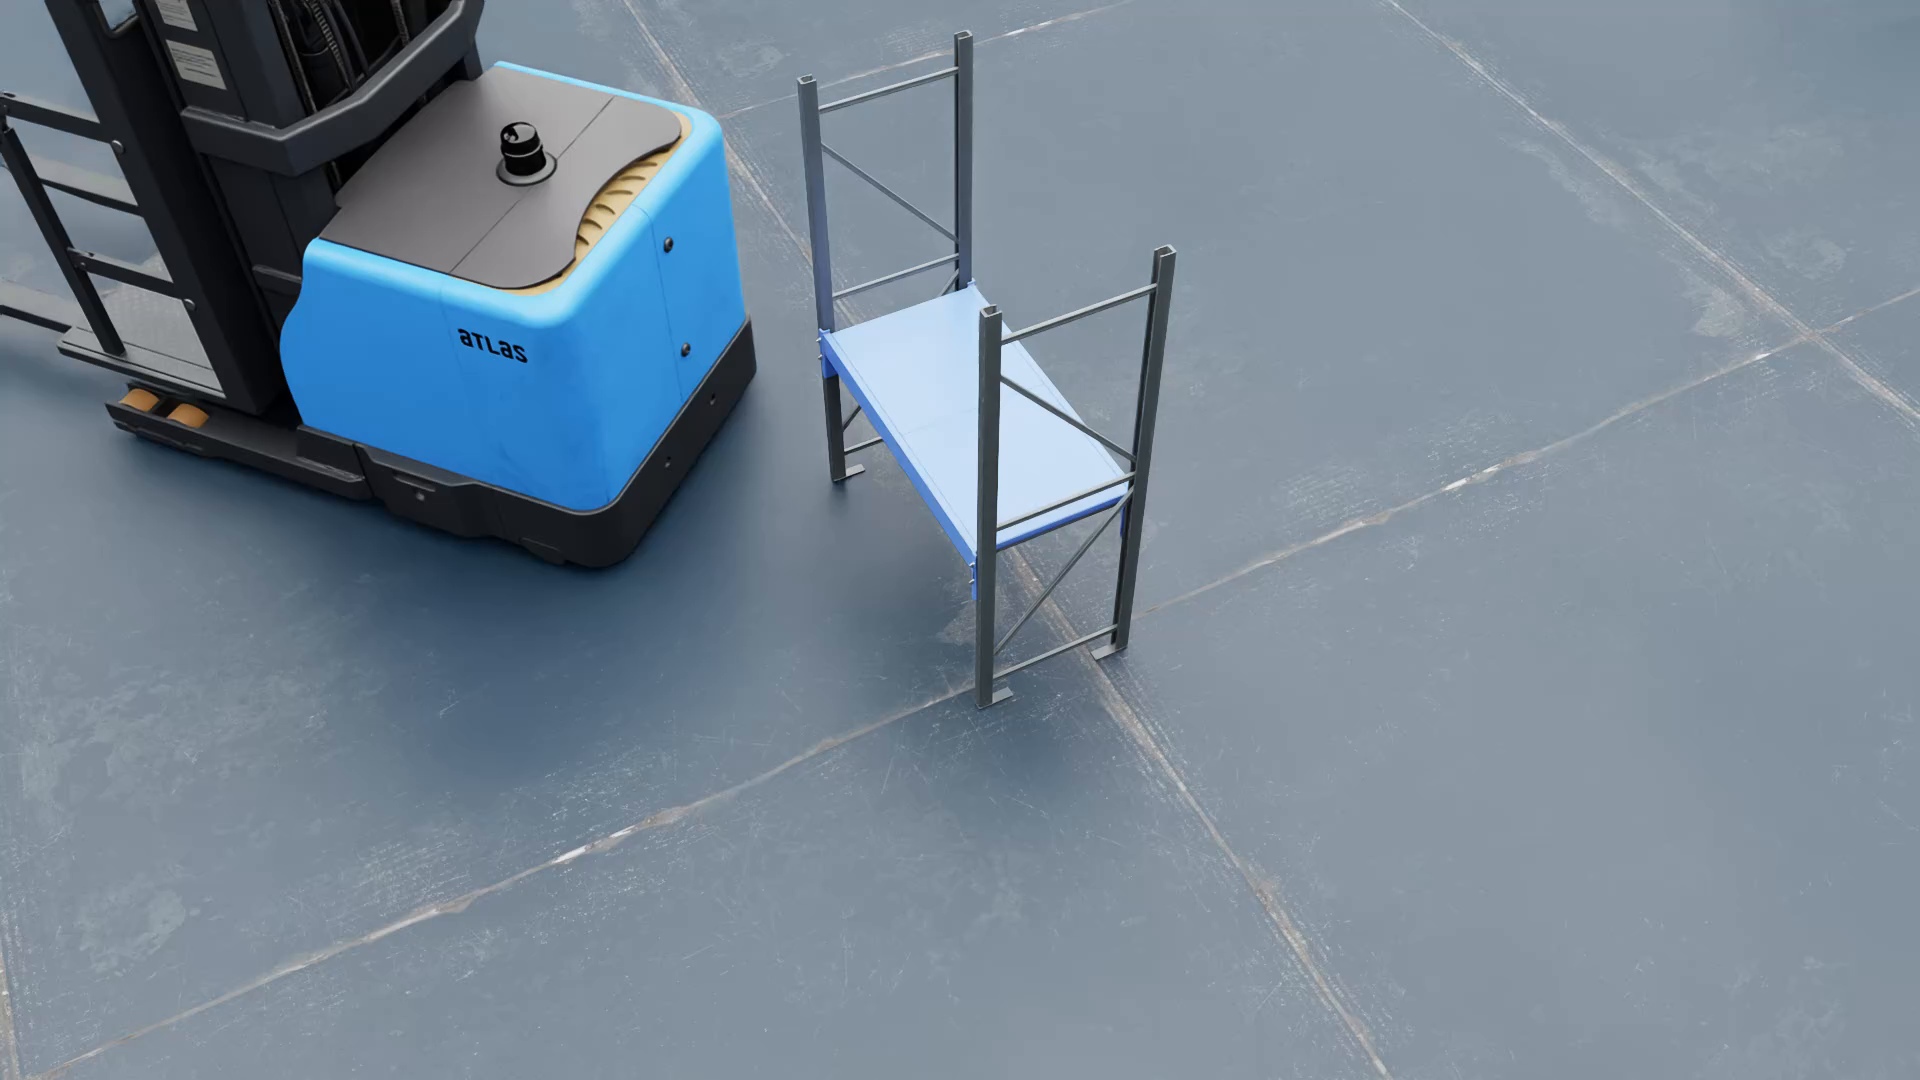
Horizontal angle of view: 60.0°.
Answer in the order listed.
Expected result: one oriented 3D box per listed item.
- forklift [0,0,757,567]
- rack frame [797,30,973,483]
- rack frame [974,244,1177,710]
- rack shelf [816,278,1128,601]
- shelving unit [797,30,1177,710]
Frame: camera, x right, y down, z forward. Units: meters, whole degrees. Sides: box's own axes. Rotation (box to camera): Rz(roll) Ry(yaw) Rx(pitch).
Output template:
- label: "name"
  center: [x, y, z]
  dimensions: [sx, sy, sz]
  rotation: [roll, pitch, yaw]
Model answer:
- label: "forklift"
  center: [-2.261, -1.601, 4.703]
  dimensions: [3.031, 2.935, 1.130]
  rotation: [17, 51, 14]
- label: "rack frame"
  center: [-0.194, -0.777, 4.933]
  dimensions: [0.500, 1.500, 0.032]
  rotation: [-21, 52, -18]
- label: "rack frame"
  center: [0.272, -0.096, 4.338]
  dimensions: [0.500, 1.500, 0.032]
  rotation: [-21, 52, -18]
- label: "rack shelf"
  center: [0.039, -0.318, 4.771]
  dimensions: [0.538, 0.185, 1.000]
  rotation: [-21, 52, -18]
- label: "shelving unit"
  center: [0.039, -0.437, 4.636]
  dimensions: [0.538, 1.500, 1.048]
  rotation: [-21, 52, -18]
